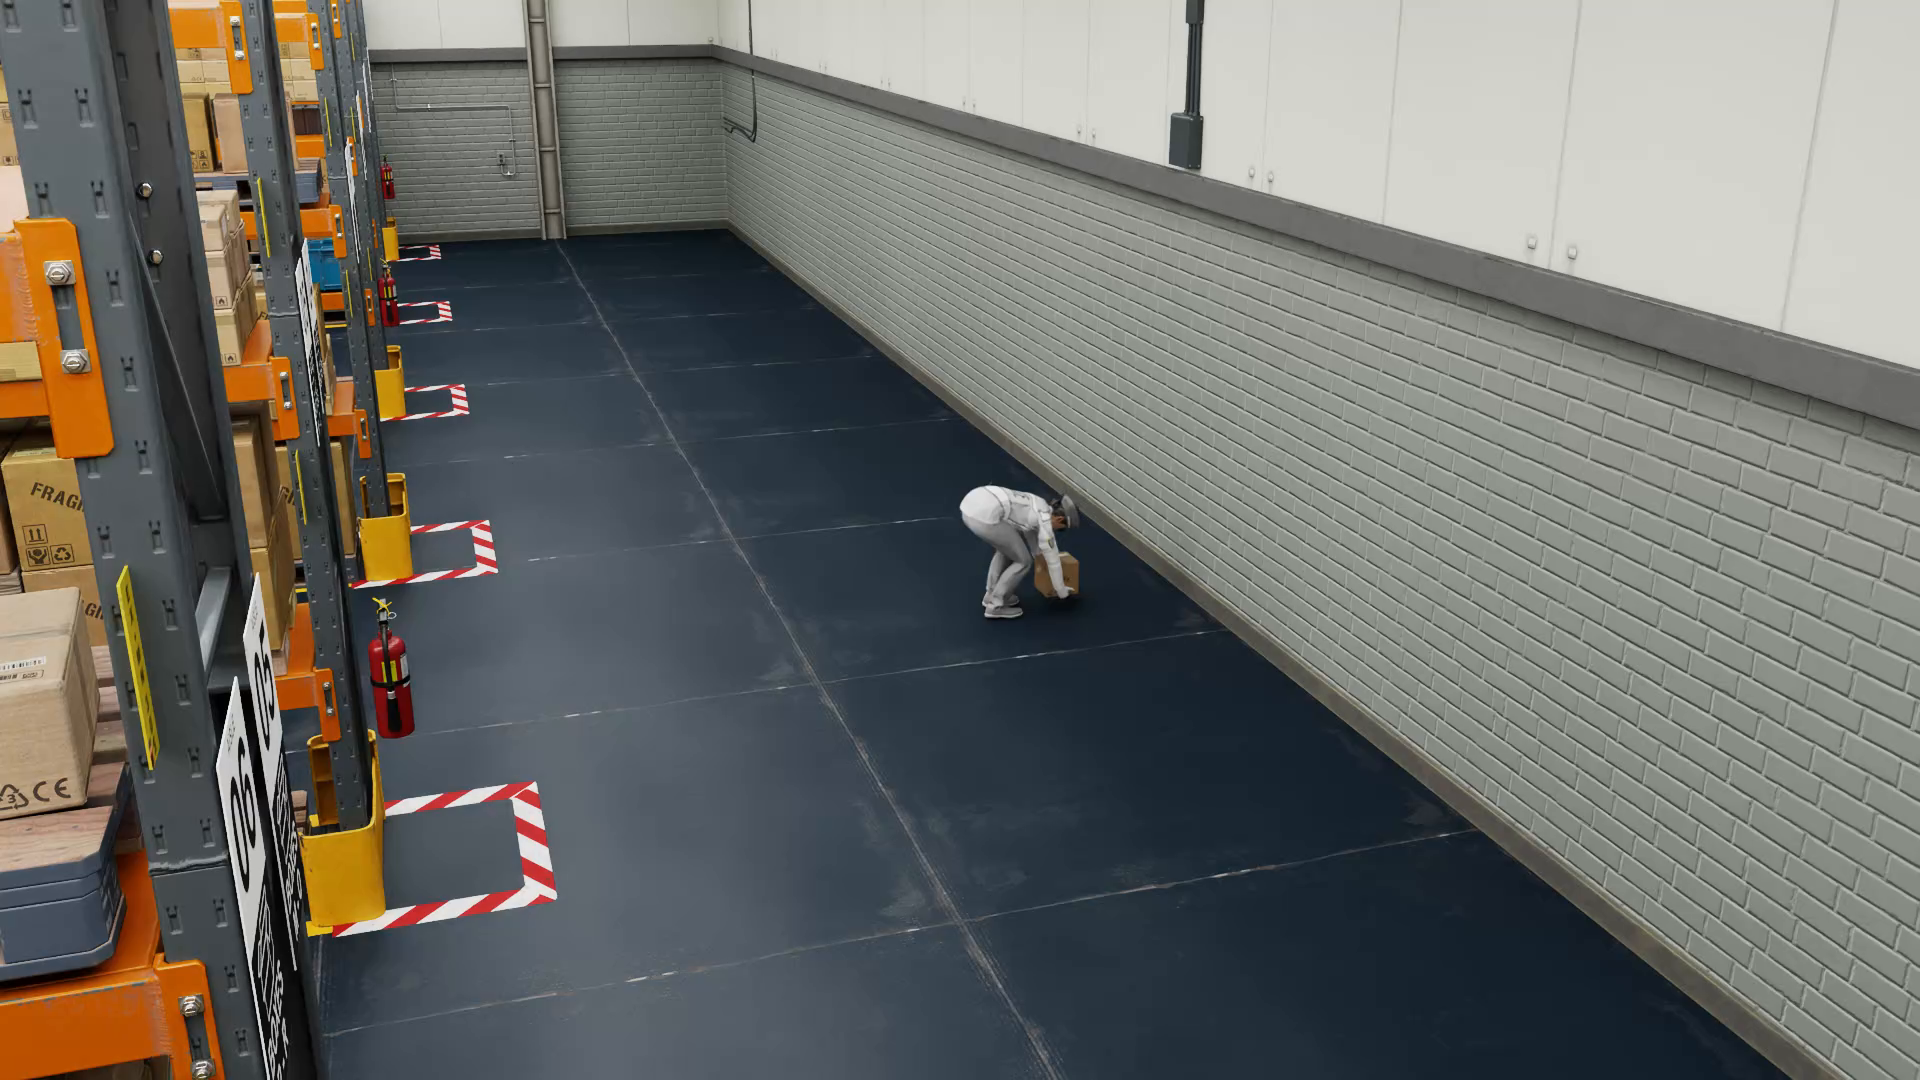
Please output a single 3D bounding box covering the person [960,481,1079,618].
[{"bbox_3d":[0.441,0.054,11.997,0.891,0.947,0.437,-7,21,-20],"label":"person"}]
